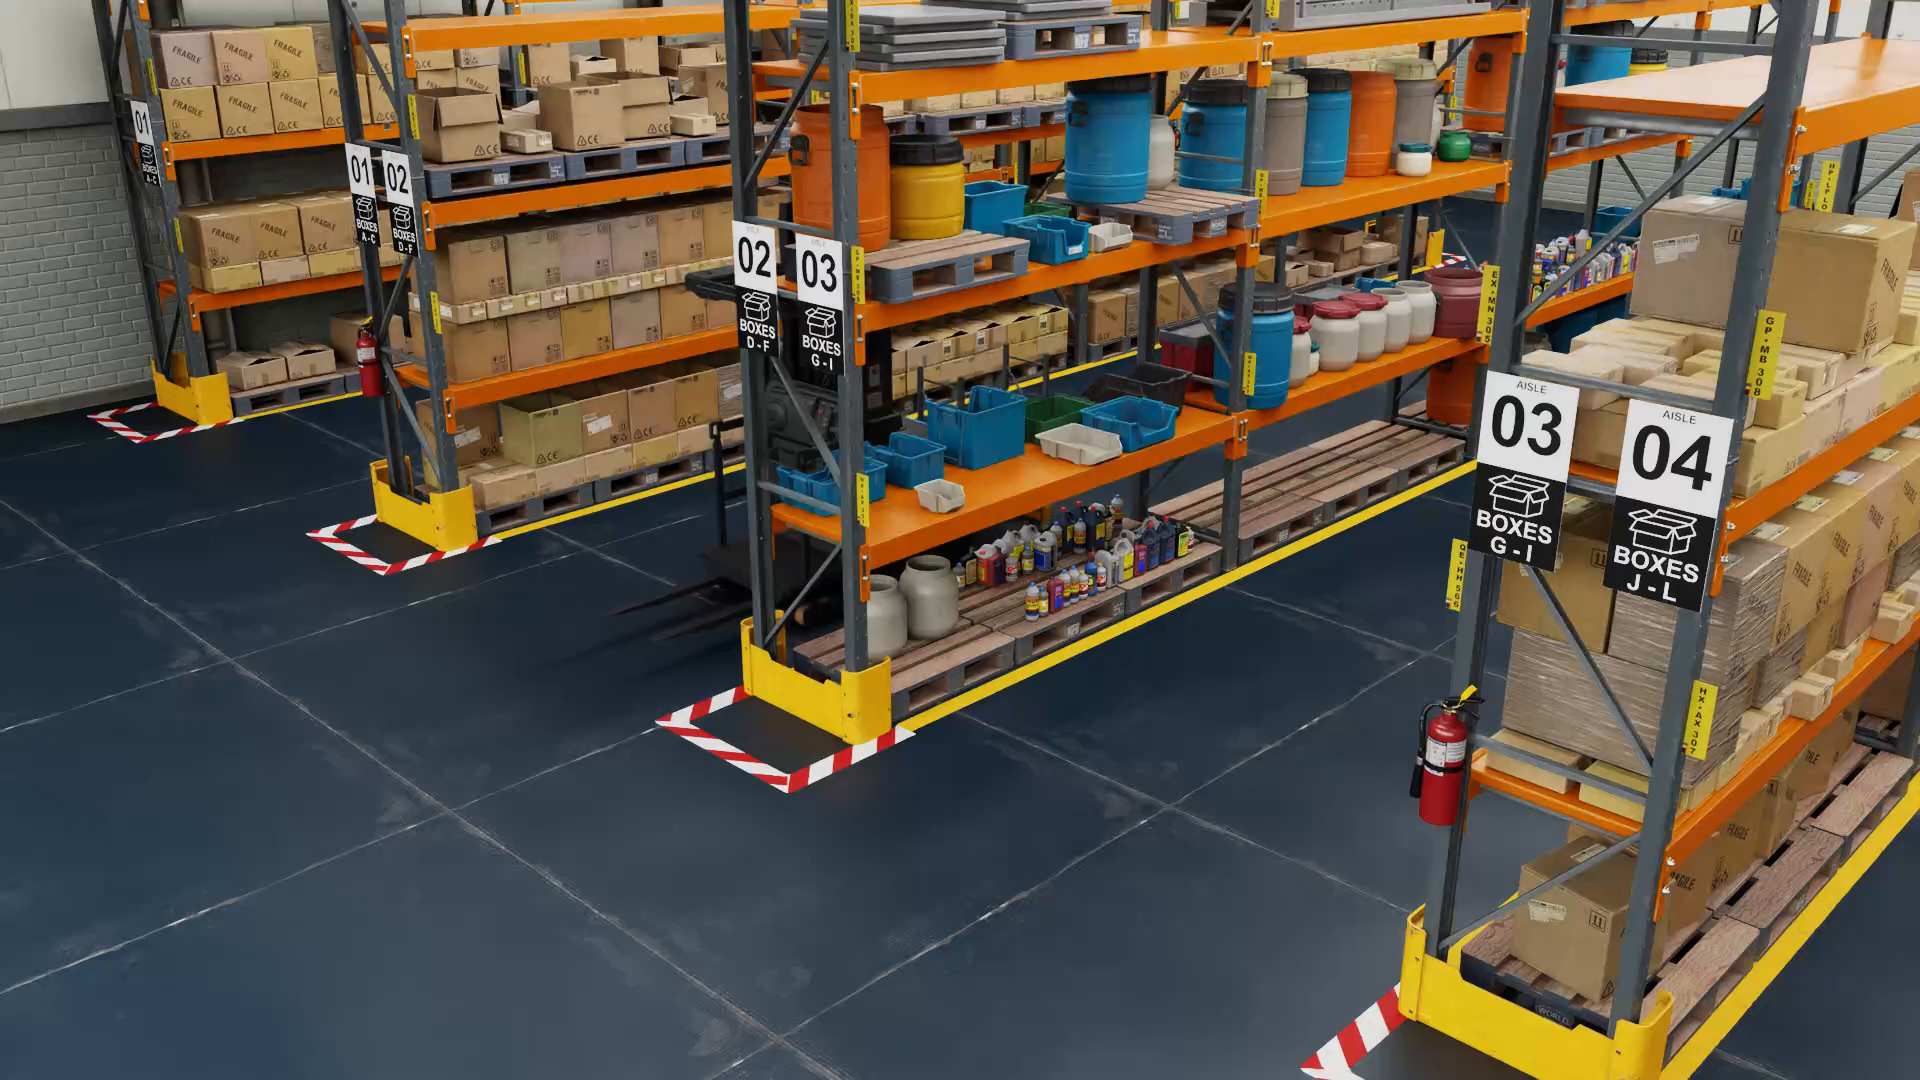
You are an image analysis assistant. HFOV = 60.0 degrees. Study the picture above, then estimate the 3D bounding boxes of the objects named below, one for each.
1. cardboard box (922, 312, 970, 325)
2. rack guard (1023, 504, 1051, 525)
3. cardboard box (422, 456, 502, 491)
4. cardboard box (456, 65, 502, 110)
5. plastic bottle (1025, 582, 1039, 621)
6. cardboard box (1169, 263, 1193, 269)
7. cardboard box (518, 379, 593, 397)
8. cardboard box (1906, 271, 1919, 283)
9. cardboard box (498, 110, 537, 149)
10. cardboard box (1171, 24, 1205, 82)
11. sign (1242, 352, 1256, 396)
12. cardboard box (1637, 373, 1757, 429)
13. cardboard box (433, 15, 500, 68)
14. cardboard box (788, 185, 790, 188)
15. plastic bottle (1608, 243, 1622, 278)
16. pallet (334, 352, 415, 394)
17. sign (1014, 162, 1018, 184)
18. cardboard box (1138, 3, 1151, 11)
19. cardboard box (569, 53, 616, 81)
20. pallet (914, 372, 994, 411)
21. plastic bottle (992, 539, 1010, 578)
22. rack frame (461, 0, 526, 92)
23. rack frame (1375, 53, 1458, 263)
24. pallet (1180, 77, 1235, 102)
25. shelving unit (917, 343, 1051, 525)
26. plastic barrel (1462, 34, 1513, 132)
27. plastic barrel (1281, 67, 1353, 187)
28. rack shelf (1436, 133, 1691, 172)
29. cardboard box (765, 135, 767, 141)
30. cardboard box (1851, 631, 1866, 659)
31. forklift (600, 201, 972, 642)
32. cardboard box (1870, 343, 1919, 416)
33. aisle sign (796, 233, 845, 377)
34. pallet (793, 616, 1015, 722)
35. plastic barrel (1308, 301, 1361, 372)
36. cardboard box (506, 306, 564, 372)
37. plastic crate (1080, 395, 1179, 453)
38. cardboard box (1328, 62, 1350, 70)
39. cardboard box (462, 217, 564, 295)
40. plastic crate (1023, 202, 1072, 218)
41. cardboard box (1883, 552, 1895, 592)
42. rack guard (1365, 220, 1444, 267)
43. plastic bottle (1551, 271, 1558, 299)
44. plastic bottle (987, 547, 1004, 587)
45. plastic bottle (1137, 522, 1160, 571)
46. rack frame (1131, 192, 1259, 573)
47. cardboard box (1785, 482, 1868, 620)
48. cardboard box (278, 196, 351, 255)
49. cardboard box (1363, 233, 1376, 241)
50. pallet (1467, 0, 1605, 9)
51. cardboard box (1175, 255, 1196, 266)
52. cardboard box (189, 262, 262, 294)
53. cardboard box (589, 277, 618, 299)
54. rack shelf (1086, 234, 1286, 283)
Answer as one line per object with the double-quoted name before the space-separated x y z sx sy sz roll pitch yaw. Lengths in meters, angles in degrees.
"cardboard box" -0.233 -2.392 18.444 0.500 0.311 0.500 18 28 39
"rack guard" 0.553 -0.320 14.422 0.587 0.250 0.087 19 28 41
"cardboard box" -4.358 -0.614 14.601 0.500 0.250 0.500 19 28 41
"cardboard box" -5.459 -5.021 18.470 0.500 0.500 0.500 -19 28 -41
"plastic bottle" 0.514 0.431 11.824 0.097 0.271 0.097 0 21 0
"cardboard box" 2.621 -3.283 21.168 0.500 0.500 0.500 20 29 41
"cardboard box" -3.672 -1.225 15.146 0.500 0.500 0.500 19 28 41
"cardboard box" 4.981 -1.266 8.522 0.380 0.149 0.250 18 27 38
"cardboard box" -3.906 -3.443 13.962 0.500 0.250 0.500 19 28 41
"cardboard box" 2.518 -5.809 19.825 0.600 0.600 0.600 18 27 39
"sign" 2.203 -1.266 12.663 0.100 0.325 0.005 19 28 41
"cardboard box" 2.932 -0.539 6.629 0.380 0.149 0.250 19 28 40
"cardboard box" -5.437 -5.483 18.279 0.500 0.500 0.500 16 26 36
"cardboard box" -2.096 -4.704 22.316 0.380 0.149 0.250 19 28 40
"plastic bottle" 6.862 -2.945 17.486 0.144 0.351 0.185 19 28 41
"pallet" -6.576 -1.959 18.738 1.003 0.211 1.213 19 28 41
"sign" 0.665 -4.183 19.135 0.100 0.325 0.005 19 28 41
"cardboard box" 2.774 -8.508 26.149 0.500 0.500 0.500 19 28 40
"cardboard box" -4.413 -5.590 19.658 0.500 0.311 0.500 -19 28 -40
"pallet" -0.393 -1.731 18.145 1.003 0.211 1.213 19 28 41
"plastic bottle" 0.285 0.141 12.571 0.152 0.276 0.135 18 28 39
"rack frame" -5.282 -6.557 18.453 1.000 3.000 0.127 19 28 41
"rack frame" 6.641 -5.603 24.332 1.000 3.000 0.127 19 28 41
"pallet" 2.624 -5.469 20.066 1.213 0.211 1.003 19 28 41
"shelving unit" 0.205 -0.776 13.864 0.587 1.500 1.083 19 28 41
"plastic barrel" 5.005 -4.247 15.441 0.600 0.830 0.708 19 28 41
"plastic barrel" 2.928 -3.433 13.807 0.600 0.901 0.708 19 28 41
"rack shelf" 6.002 -3.884 16.682 1.077 0.370 4.000 19 28 41
"cardboard box" -2.711 -5.244 21.741 0.380 0.149 0.250 15 26 34
"cardboard box" 4.518 0.517 8.760 0.380 0.149 0.250 19 28 41
"forklift" -1.291 -0.934 12.280 1.130 2.935 3.031 19 28 41
"cardboard box" 4.159 -0.794 7.850 0.500 0.250 0.500 -19 28 -40
"aisle sign" -0.814 -1.371 9.698 0.394 0.787 0.004 19 28 41
"pallet" -0.384 0.814 11.525 1.003 0.211 1.213 19 28 41
"plastic barrel" 3.153 -1.720 14.042 0.433 0.535 0.433 0 21 0
"cardboard box" -3.823 -1.789 14.272 0.500 0.500 0.700 -19 28 -41
"plastic crate" 1.239 -0.855 12.188 0.499 0.251 0.616 19 28 41
"cardboard box" 4.719 -6.095 21.641 0.500 0.250 0.500 19 28 41
"cardboard box" -3.786 -2.409 14.075 0.700 0.500 0.500 18 28 39
"plastic crate" 0.521 -2.241 11.701 0.336 0.188 0.450 19 28 41
"cardboard box" 4.633 -0.003 9.210 0.875 0.500 0.500 19 28 41
"rack guard" 6.588 -4.416 24.730 1.175 0.500 0.348 19 28 41
"plastic bottle" 5.886 -2.536 16.534 0.097 0.271 0.097 0 21 0
"plastic bottle" 0.265 0.200 12.407 0.061 0.283 0.133 19 28 41
"plastic bottle" 1.440 0.041 12.728 0.144 0.351 0.185 18 27 38
"rack frame" 1.816 -1.277 13.079 1.000 3.000 0.127 19 28 41
"cardboard box" 3.855 0.009 7.783 0.500 0.500 0.500 19 28 41
"cardboard box" -6.807 -3.321 17.533 0.500 0.500 0.500 18 27 39
"cardboard box" 5.710 -4.327 24.233 0.500 0.250 0.500 19 28 41
"pallet" 5.132 -5.009 15.246 1.213 0.211 1.003 19 28 41
"cardboard box" 2.641 -3.643 21.058 0.500 0.250 0.500 19 28 41
"cardboard box" -7.504 -2.714 16.998 0.500 0.250 0.500 18 28 39
"cardboard box" -3.195 -2.218 14.482 0.380 0.149 0.250 19 28 40
"rack shelf" 2.456 -3.725 20.448 1.077 0.370 4.000 19 28 41
